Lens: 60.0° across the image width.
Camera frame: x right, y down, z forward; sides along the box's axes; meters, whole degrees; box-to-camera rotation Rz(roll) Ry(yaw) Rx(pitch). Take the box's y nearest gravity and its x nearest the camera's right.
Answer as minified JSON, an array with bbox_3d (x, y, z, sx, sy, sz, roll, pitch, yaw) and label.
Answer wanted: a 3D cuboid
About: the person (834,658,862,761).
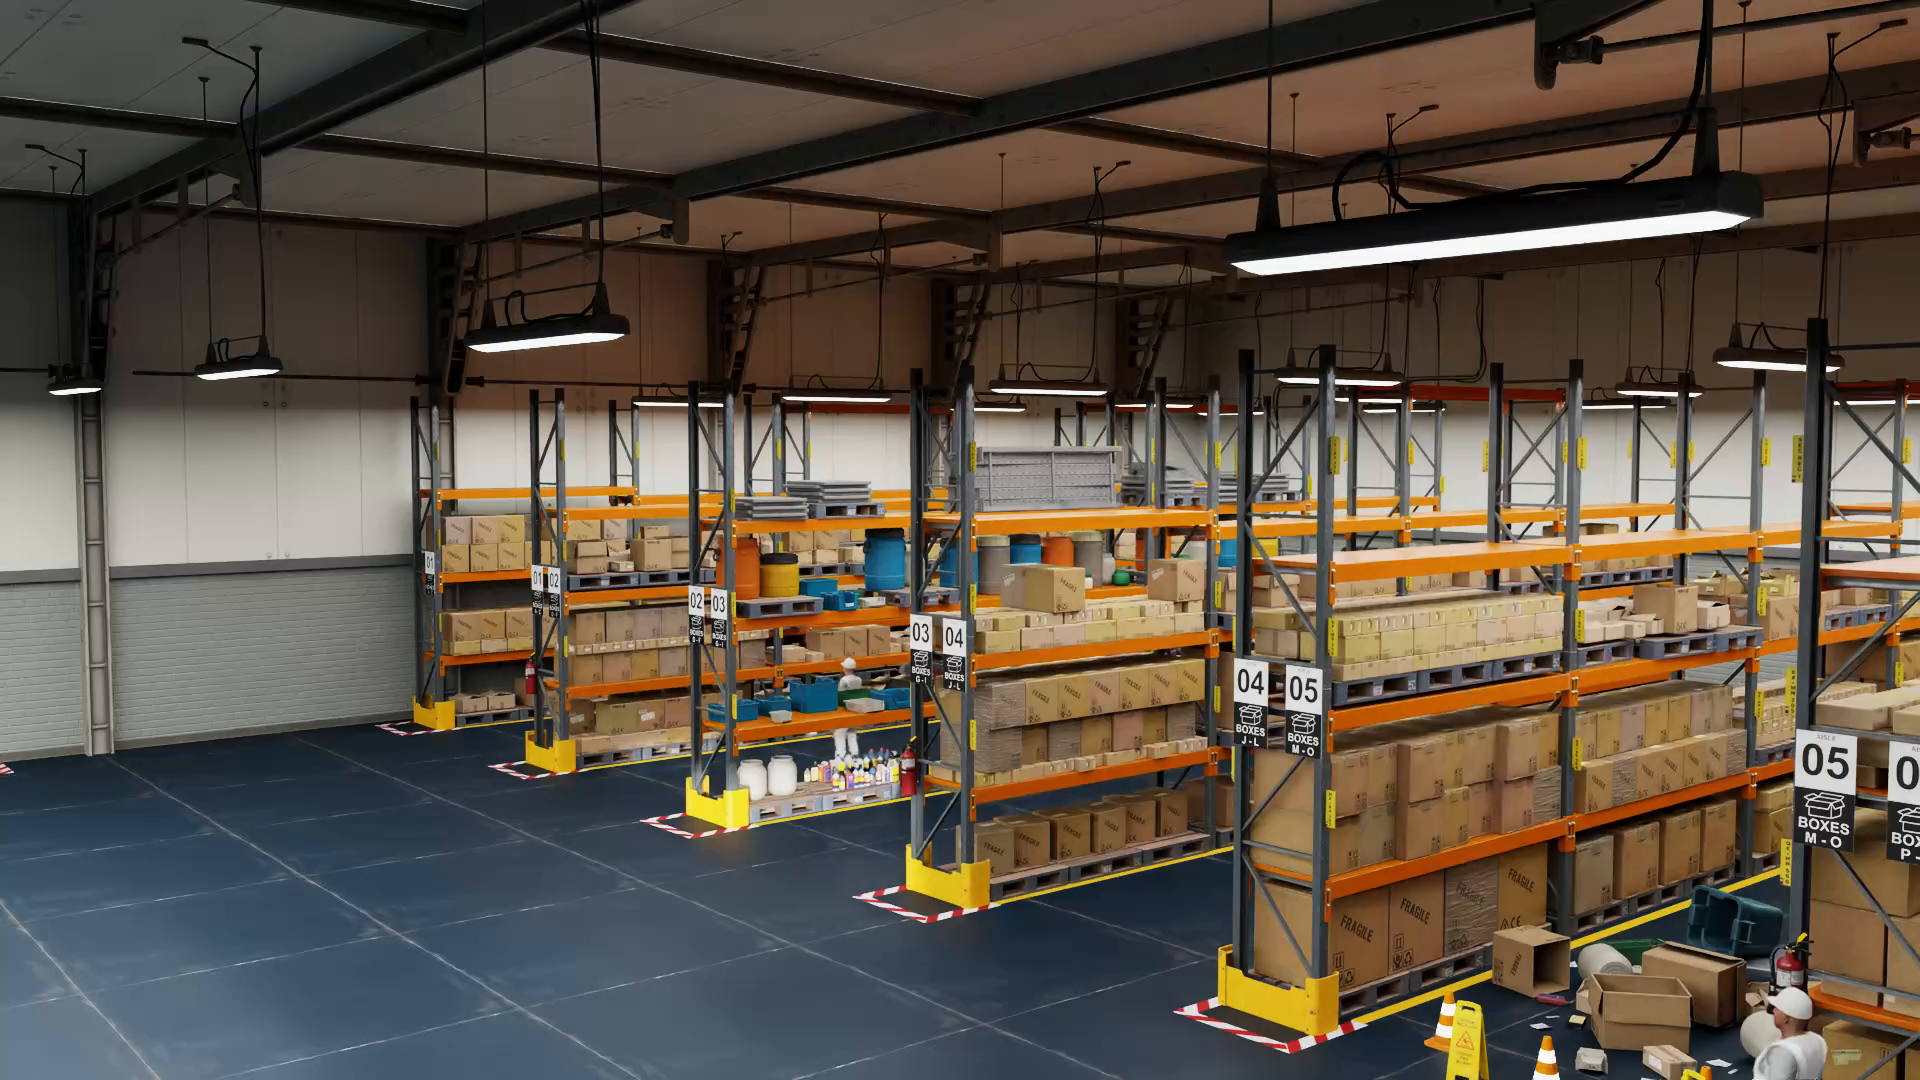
[{"bbox_3d":[-1.802,2.735,25.988,0.395,1.794,0.584,3,4,37],"label":"person"}]

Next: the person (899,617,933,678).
[{"bbox_3d":[-0.950,2.318,34.310,0.917,1.632,0.550,-3,5,-45],"label":"person"}]

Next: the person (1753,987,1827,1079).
[{"bbox_3d":[5.172,3.665,10.326,0.805,1.775,0.529,1,4,23],"label":"person"}]
